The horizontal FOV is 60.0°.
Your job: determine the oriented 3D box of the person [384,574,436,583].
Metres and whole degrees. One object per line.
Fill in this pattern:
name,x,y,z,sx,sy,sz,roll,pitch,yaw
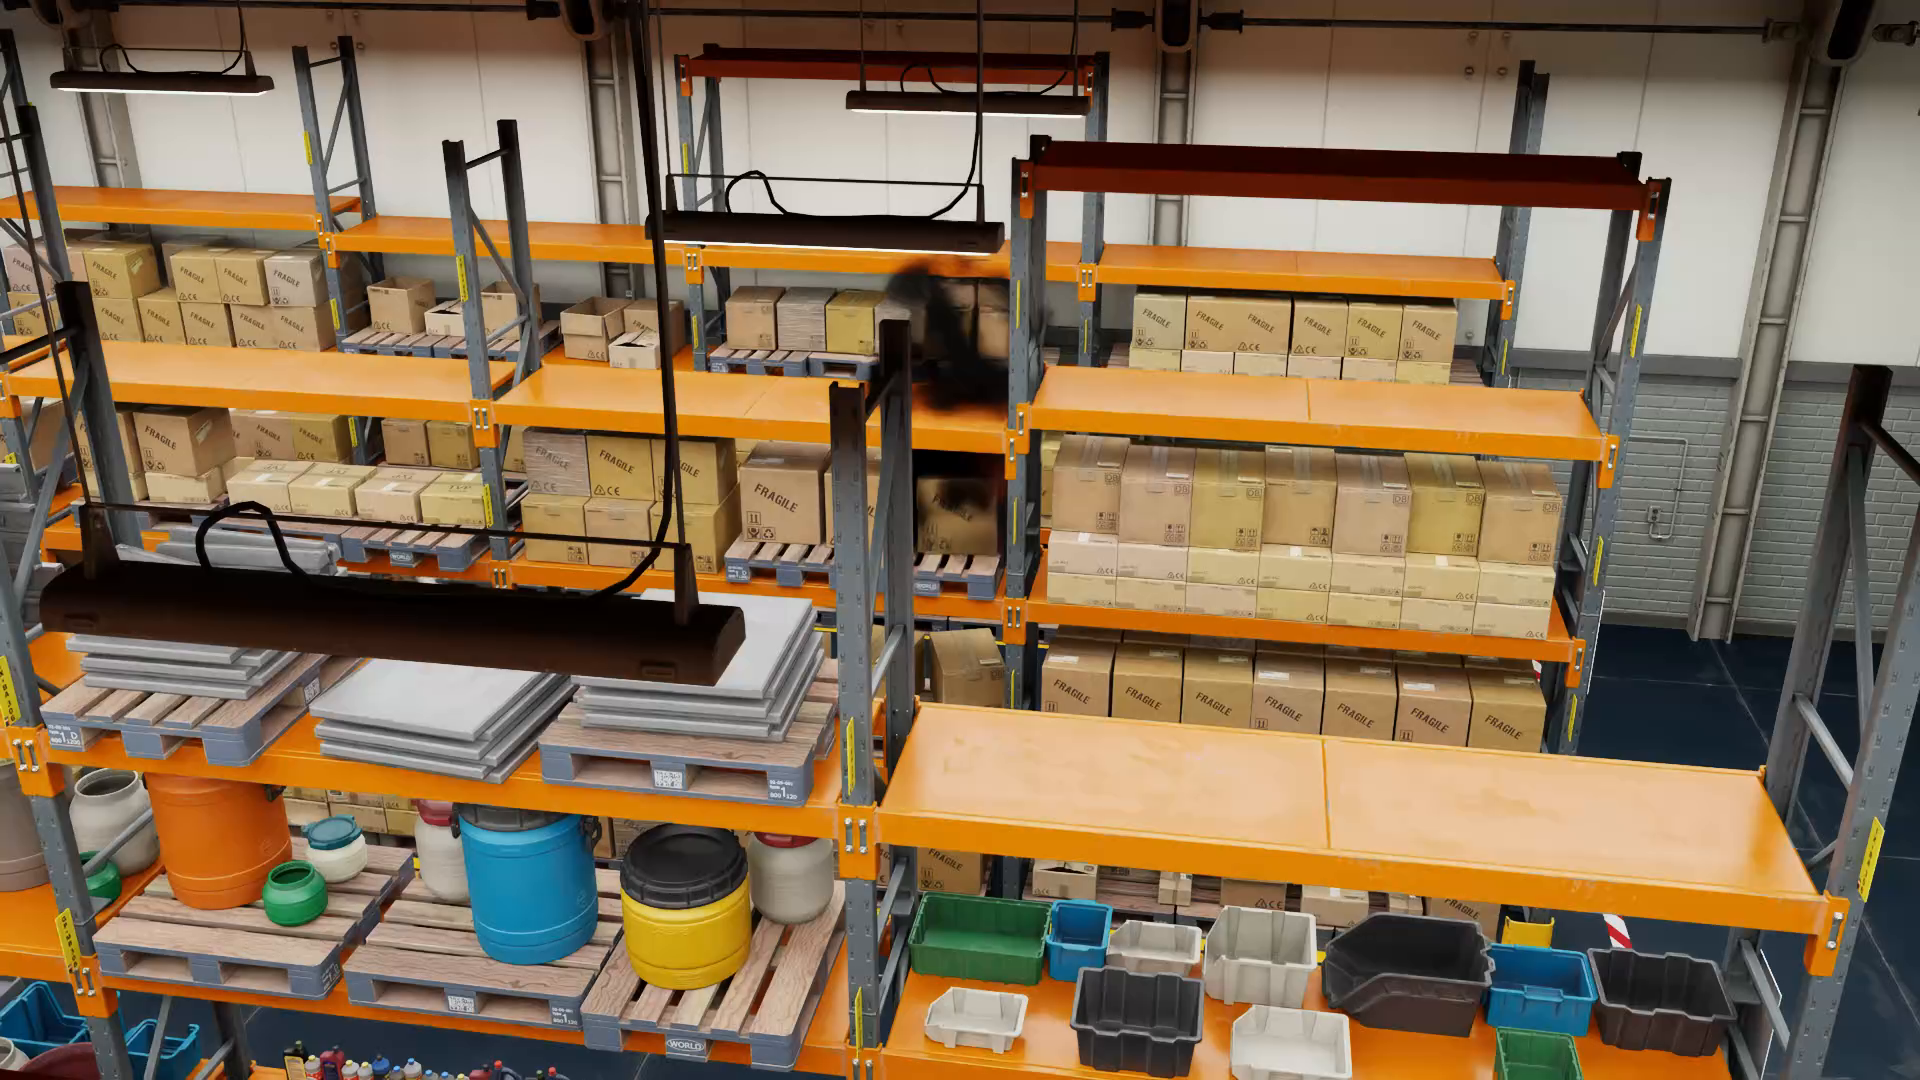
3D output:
person,-5.347,0.694,16.483,0.775,1.796,0.681,3,23,6
